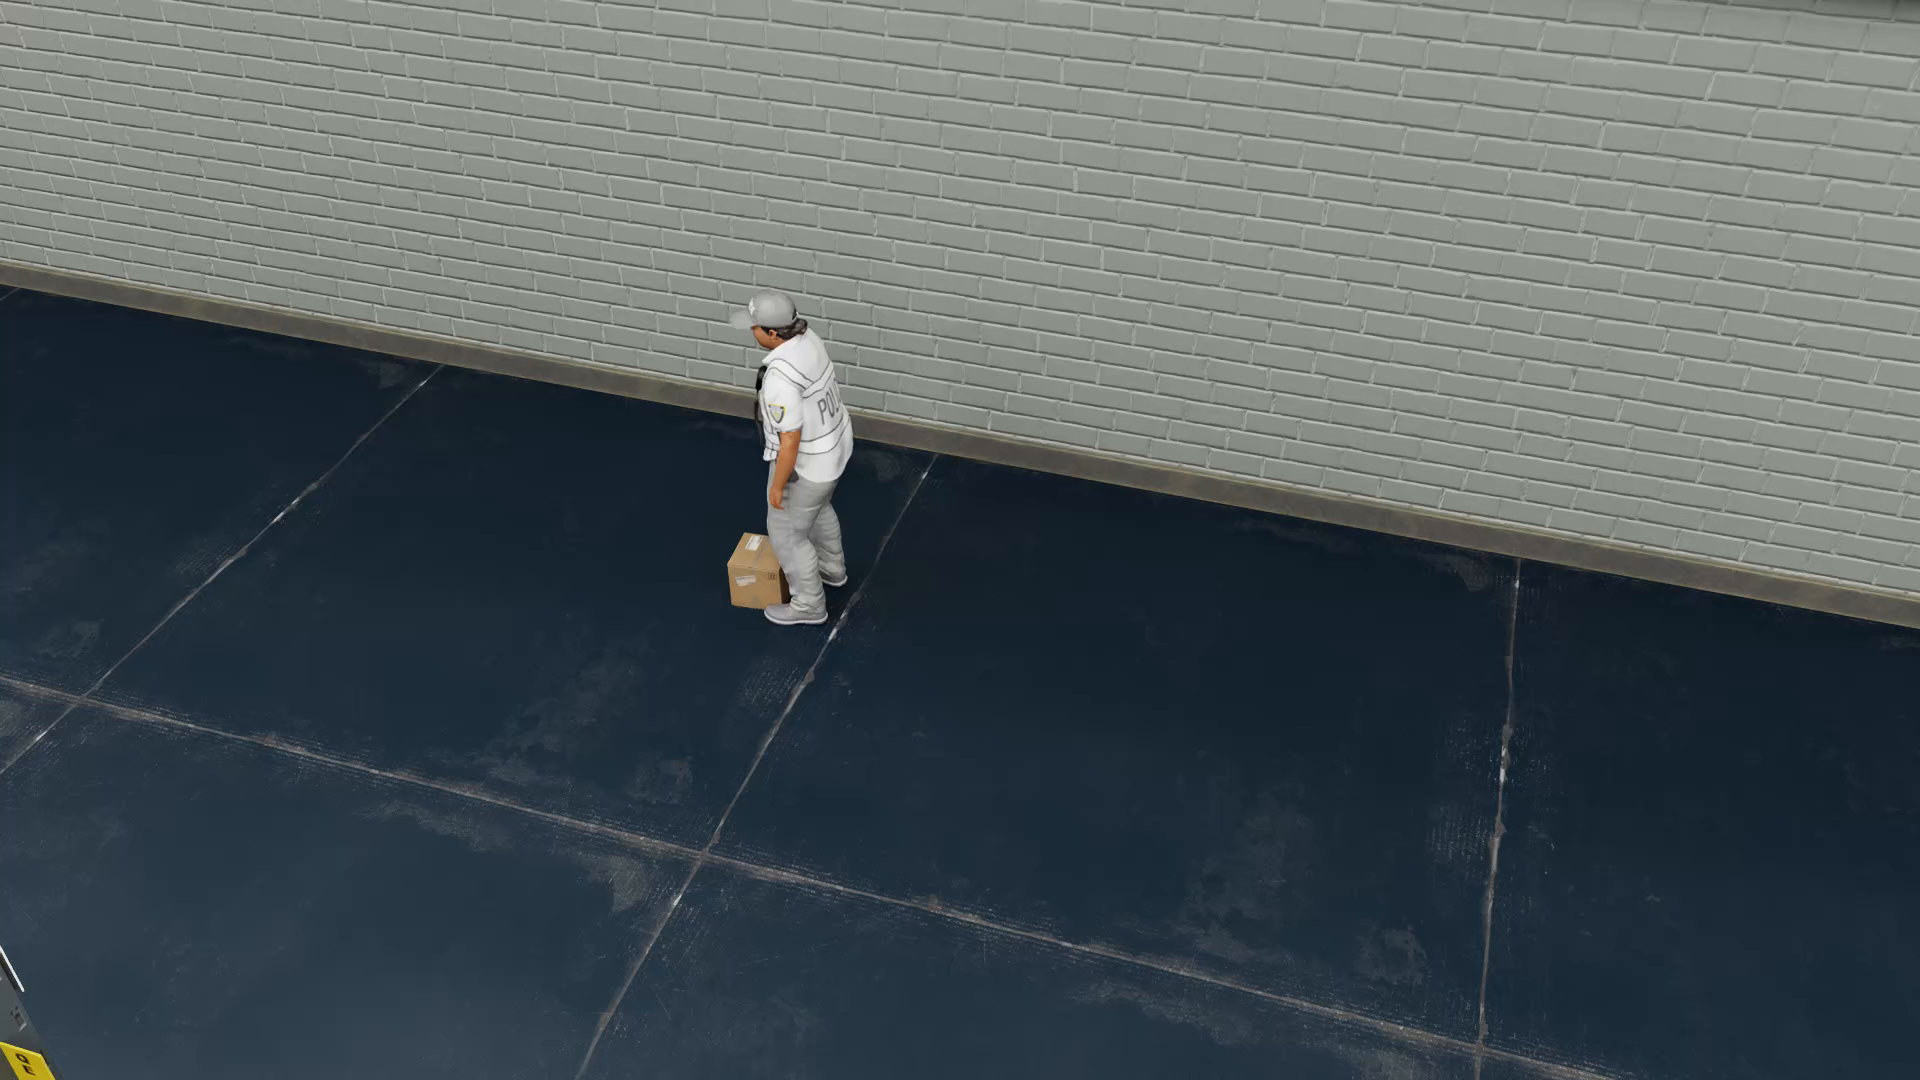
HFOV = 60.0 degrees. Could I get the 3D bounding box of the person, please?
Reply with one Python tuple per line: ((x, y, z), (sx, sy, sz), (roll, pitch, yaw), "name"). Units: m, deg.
((-0.725, -0.372, 7.373), (0.452, 1.667, 0.564), (9, 38, 11), "person")
